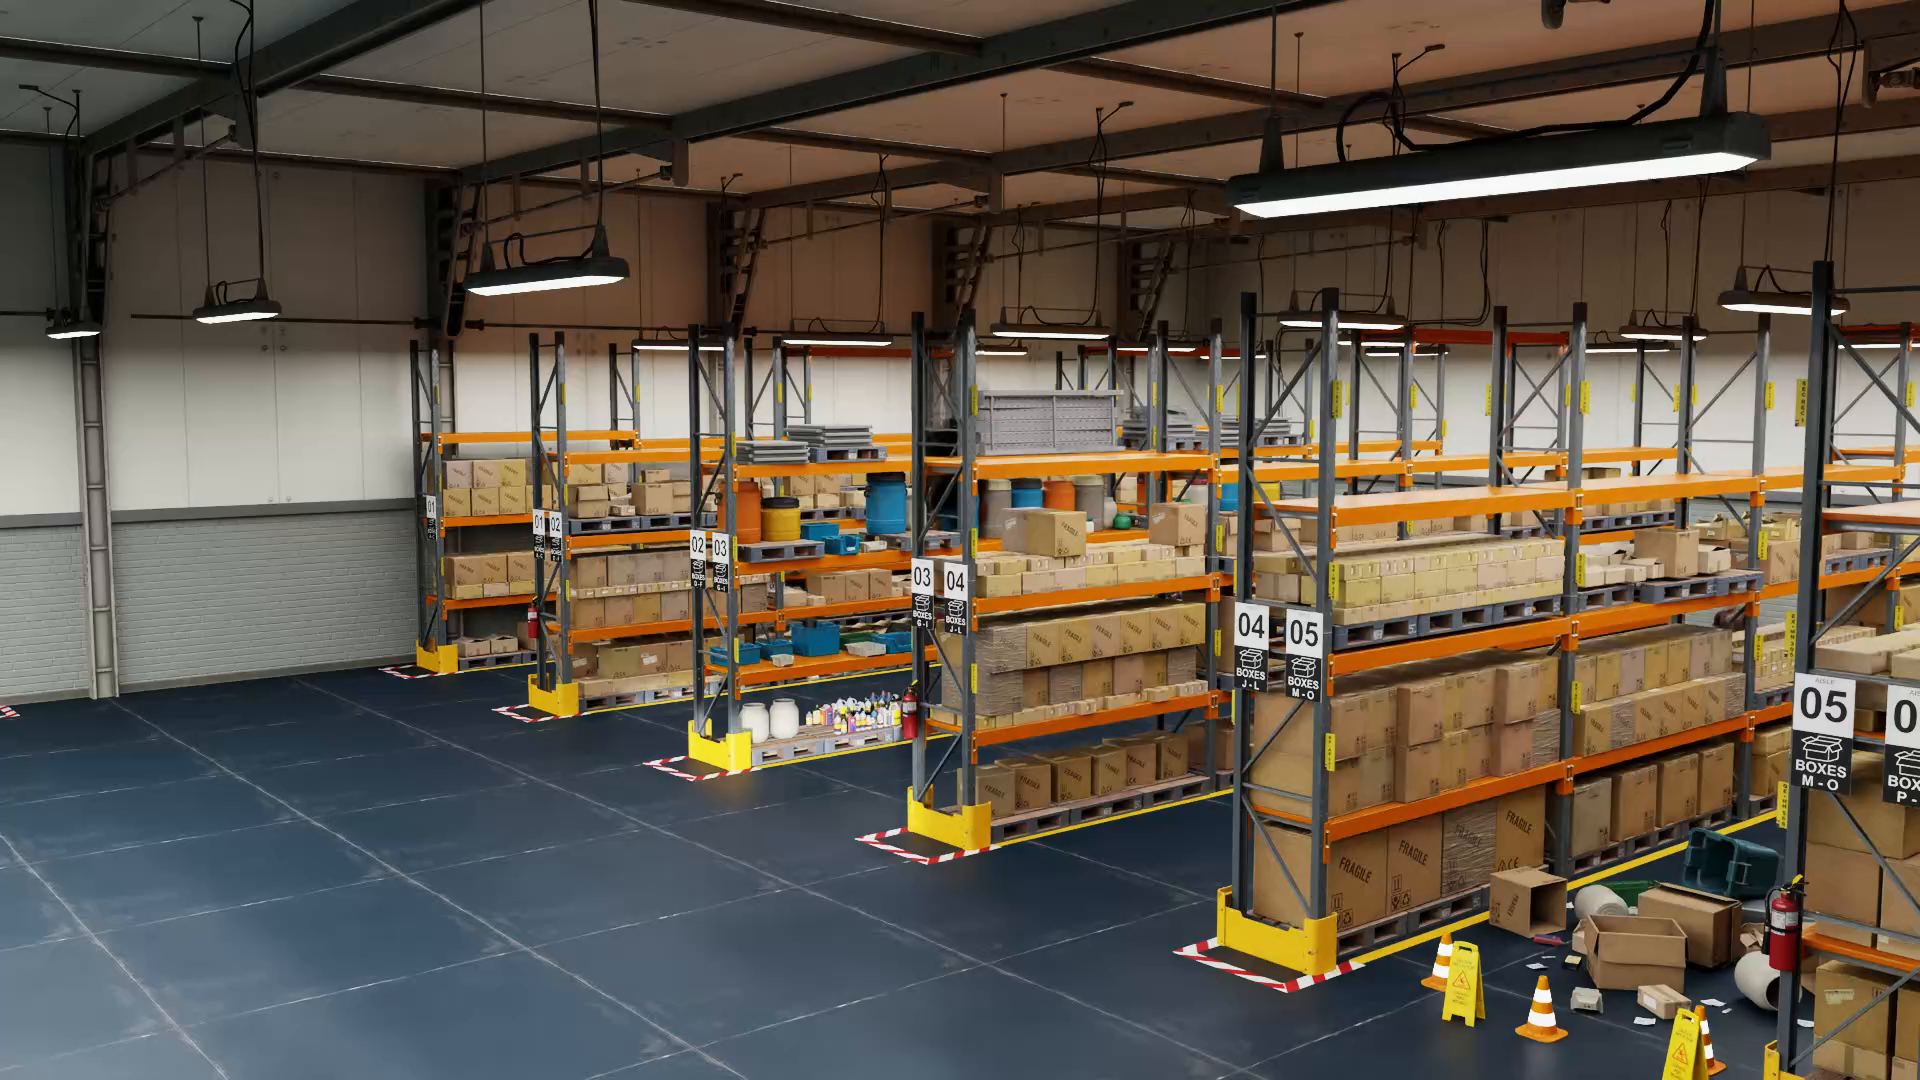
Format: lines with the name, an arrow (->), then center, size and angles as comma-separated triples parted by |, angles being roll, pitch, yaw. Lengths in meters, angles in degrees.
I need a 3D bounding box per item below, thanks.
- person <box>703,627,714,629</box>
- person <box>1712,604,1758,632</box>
person -> -4.515, 1.478, 30.269 | 0.944, 1.749, 0.673 | -4, 7, -40
person -> 12.682, 1.776, 27.275 | 0.774, 1.755, 0.732 | -5, 7, -40
